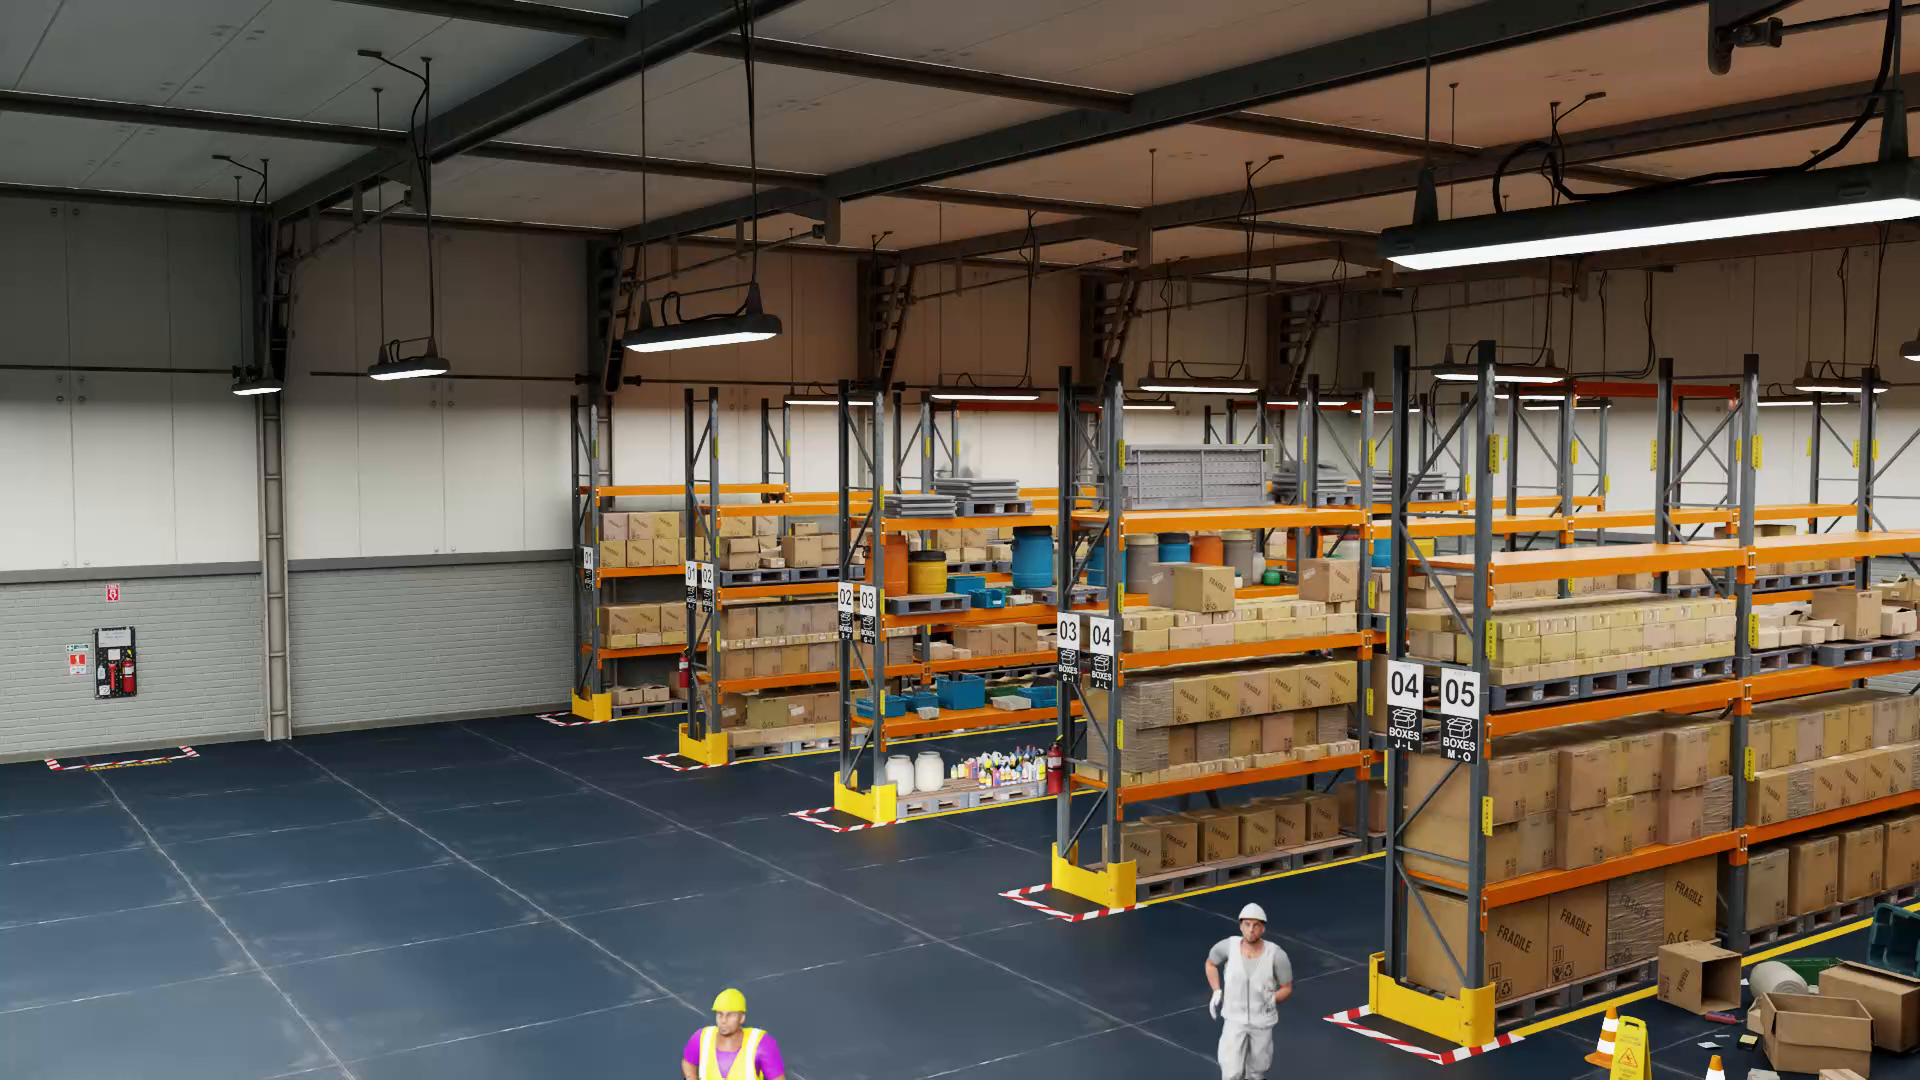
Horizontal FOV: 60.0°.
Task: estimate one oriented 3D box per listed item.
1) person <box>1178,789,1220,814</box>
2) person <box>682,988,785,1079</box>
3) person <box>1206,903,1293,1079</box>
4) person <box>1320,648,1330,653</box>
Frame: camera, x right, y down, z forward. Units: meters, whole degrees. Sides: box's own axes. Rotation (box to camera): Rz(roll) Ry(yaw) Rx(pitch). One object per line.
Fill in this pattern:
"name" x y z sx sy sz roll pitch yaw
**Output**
"person" 3.203 2.990 22.394 0.549 1.718 0.762 3 5 44
"person" -1.417 3.670 10.353 0.668 1.767 0.674 0 3 -3
"person" 2.103 3.548 12.123 0.632 1.809 0.726 1 3 9
"person" 7.175 2.380 32.044 0.796 1.747 0.700 -3 5 -42
